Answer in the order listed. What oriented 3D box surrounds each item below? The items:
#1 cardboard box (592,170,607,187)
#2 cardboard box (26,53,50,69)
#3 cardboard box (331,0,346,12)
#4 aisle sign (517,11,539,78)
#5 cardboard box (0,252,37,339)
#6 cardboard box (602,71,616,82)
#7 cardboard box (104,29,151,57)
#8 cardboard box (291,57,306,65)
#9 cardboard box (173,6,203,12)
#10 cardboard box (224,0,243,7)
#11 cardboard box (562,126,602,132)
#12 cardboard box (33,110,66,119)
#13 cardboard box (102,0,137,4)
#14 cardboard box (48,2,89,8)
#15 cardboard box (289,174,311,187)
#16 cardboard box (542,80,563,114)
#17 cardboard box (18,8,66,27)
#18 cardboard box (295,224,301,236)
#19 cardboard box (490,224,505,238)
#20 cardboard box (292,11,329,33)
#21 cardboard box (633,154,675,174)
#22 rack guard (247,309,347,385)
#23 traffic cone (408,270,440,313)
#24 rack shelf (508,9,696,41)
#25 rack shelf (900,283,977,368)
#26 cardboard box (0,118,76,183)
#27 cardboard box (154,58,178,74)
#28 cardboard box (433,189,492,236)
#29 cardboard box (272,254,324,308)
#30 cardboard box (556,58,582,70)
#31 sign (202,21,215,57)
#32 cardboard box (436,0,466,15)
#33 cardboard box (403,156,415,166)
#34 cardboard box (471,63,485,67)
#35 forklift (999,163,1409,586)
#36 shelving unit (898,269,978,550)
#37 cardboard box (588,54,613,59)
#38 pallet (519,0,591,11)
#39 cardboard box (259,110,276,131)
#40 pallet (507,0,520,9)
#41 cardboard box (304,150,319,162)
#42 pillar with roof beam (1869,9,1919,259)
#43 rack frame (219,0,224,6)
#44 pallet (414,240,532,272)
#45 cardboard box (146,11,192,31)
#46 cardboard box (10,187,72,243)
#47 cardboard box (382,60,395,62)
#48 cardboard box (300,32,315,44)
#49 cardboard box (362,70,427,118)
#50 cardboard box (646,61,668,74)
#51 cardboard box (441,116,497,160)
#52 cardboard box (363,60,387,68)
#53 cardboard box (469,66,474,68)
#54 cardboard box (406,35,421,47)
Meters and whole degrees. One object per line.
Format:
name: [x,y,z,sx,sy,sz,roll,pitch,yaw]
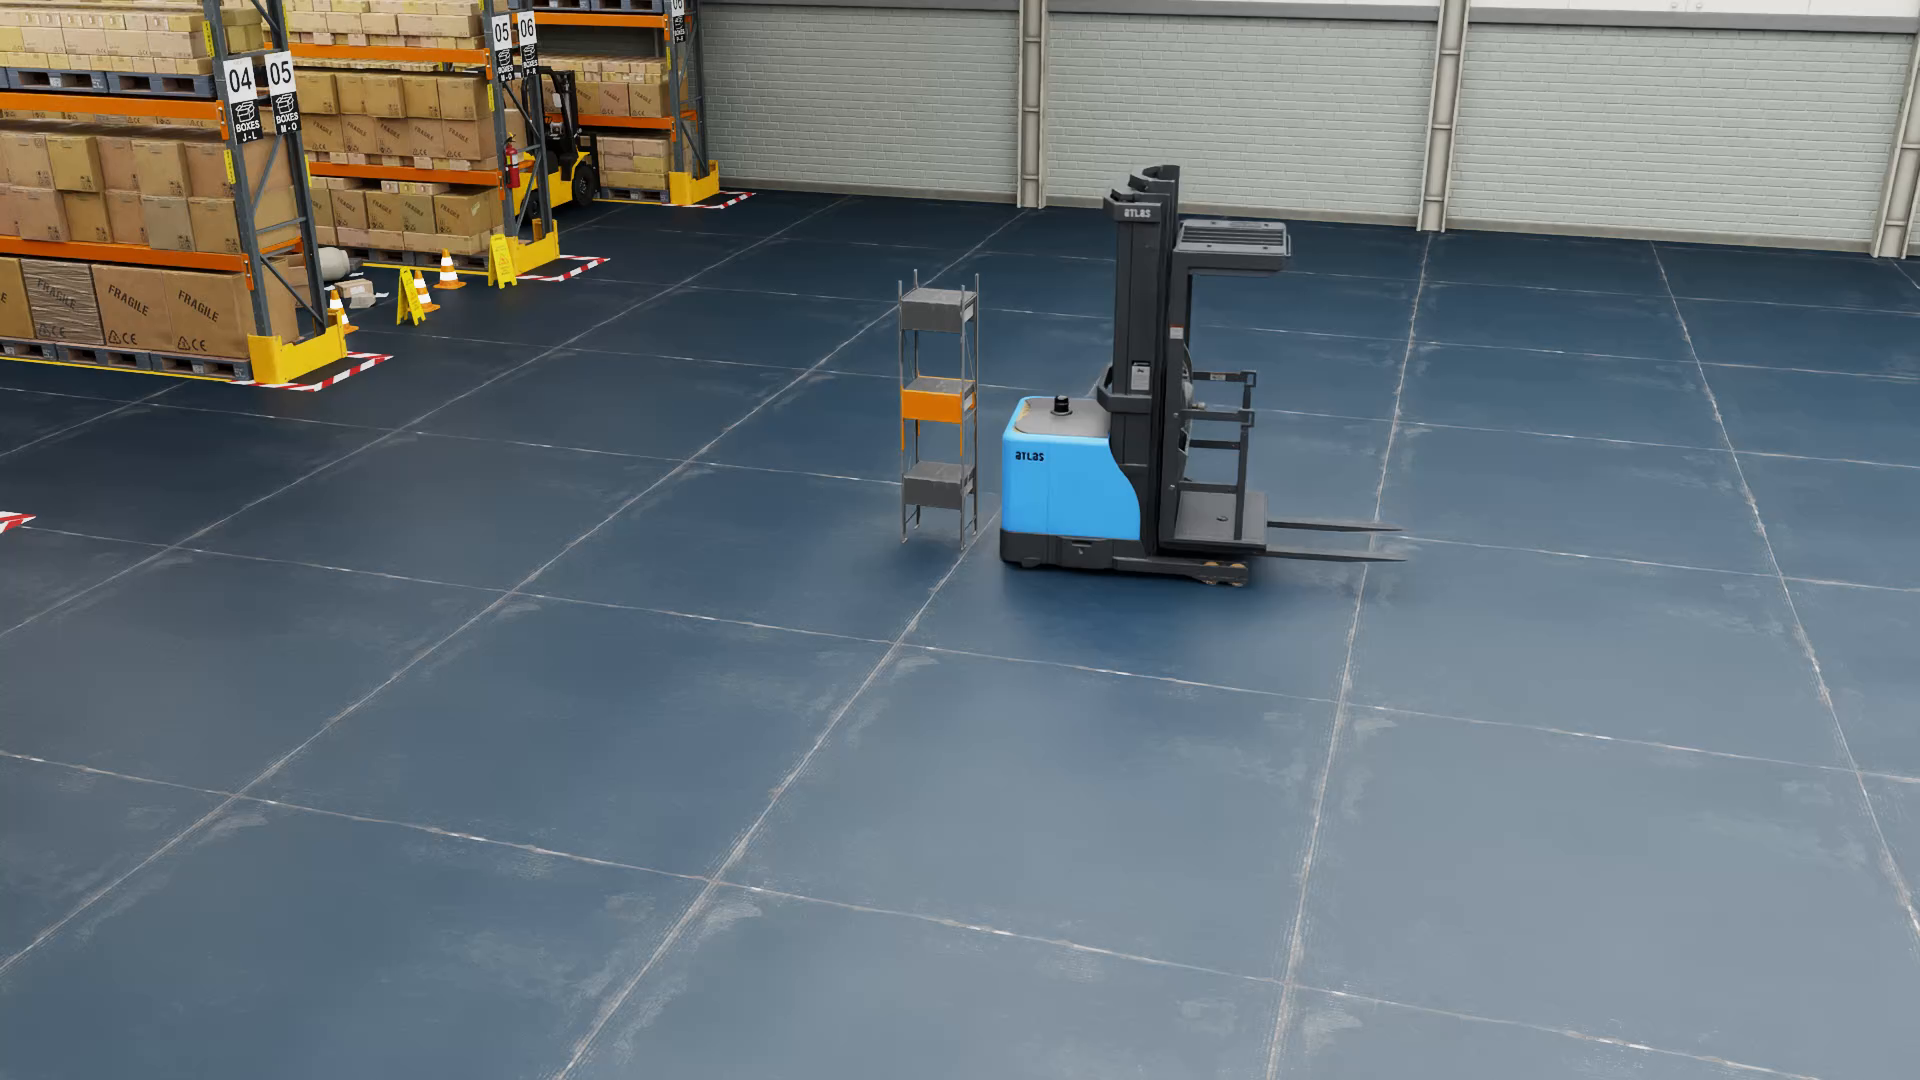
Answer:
cardboard box: [-5.718,-5.798,26.428,0.500,0.250,0.500,7,23,16]
cardboard box: [-9.113,-4.830,16.692,0.250,0.149,0.380,7,23,16]
cardboard box: [-7.767,-6.805,21.140,0.250,0.149,0.380,7,23,17]
aisle sign: [-5.508,-6.328,21.224,0.004,0.787,0.394,7,23,16]
cardboard box: [-10.238,-2.765,18.211,0.875,0.875,0.875,7,23,16]
cardboard box: [-5.358,-7.205,25.801,0.250,0.149,0.380,6,23,15]
cardboard box: [-8.018,-4.914,16.370,0.500,0.250,0.500,7,23,16]
cardboard box: [-10.903,-7.833,27.332,0.250,0.149,0.380,7,23,16]
cardboard box: [-7.702,-5.299,16.783,0.250,0.149,0.380,6,23,15]
cardboard box: [-9.279,-6.945,21.482,0.250,0.149,0.380,6,23,15]
cardboard box: [-6.076,-6.500,26.822,0.500,0.250,0.500,6,23,14]
cardboard box: [-12.451,-6.087,22.984,0.500,0.500,0.500,8,24,18]
cardboard box: [-11.059,-7.096,22.213,0.500,0.250,0.500,7,23,16]
cardboard box: [-9.170,-5.467,17.192,0.250,0.149,0.380,6,23,15]
cardboard box: [-8.897,-4.829,22.222,0.250,0.149,0.380,7,23,16]
cardboard box: [-6.243,-6.996,26.145,0.500,0.500,0.500,7,23,16]
cardboard box: [-9.113,-5.199,16.541,0.250,0.149,0.380,6,23,15]
cardboard box: [-9.000,-4.217,22.574,0.500,0.250,0.500,5,23,13]
cardboard box: [-6.350,-4.131,22.362,0.500,0.250,0.500,6,23,15]
cardboard box: [-8.172,-6.654,21.296,0.500,0.250,0.500,7,23,16]
cardboard box: [-4.783,-5.917,26.058,0.500,0.250,0.500,6,23,15]
rack guard: [-6.967,-2.051,17.516,0.348,0.500,1.175,7,23,16]
traffic cone: [-6.437,-2.984,19.839,0.334,0.463,0.336,7,23,16]
rack shelf: [-6.142,-8.098,25.959,4.000,0.370,1.077,7,23,16]
rack shelf: [-0.158,-1.625,12.560,0.480,0.518,0.431,7,23,16]
cardboard box: [-9.916,-4.146,17.711,0.550,0.550,0.875,7,23,16]
cardboard box: [-7.648,-4.663,16.285,0.250,0.149,0.380,7,23,16]
cardboard box: [-6.500,-4.282,21.742,0.500,0.500,0.500,7,23,16]
cardboard box: [-8.070,-3.137,20.160,0.637,0.503,0.797,-9,24,-21]
cardboard box: [-6.101,-7.436,25.972,0.250,0.149,0.380,7,23,16]
sign: [-7.160,-4.775,15.849,0.005,0.325,0.100,7,23,16]
cardboard box: [-6.302,-6.632,20.719,0.250,0.149,0.380,7,23,16]
cardboard box: [-7.051,-4.986,21.710,0.250,0.149,0.380,7,23,16]
cardboard box: [-7.555,-7.614,26.405,0.250,0.149,0.380,7,23,16]
forklift: [1.868,-1.230,12.312,3.031,2.935,1.130,4,23,9]
shelving unit: [-0.158,-0.990,12.821,0.503,2.100,0.431,7,23,16]
cardboard box: [-5.699,-7.603,26.380,0.250,0.149,0.380,6,23,14]
pallet: [-6.068,-8.390,25.841,1.213,0.211,1.003,7,23,16]
cardboard box: [-9.146,-5.492,22.089,0.500,0.500,0.500,6,23,15]
pallet: [-7.232,-8.525,26.169,1.213,0.211,1.003,7,23,16]
cardboard box: [-8.531,-5.124,22.045,0.250,0.149,0.380,7,23,17]
pillar with roof beam: [11.356,-6.465,17.079,0.400,9.000,9.100,7,23,16]
rack frame: [-9.487,-8.234,21.390,0.127,3.000,1.000,7,23,16]
pallet: [-6.497,-3.840,22.257,1.213,0.211,1.003,7,23,16]
cardboard box: [-7.649,-5.033,16.134,0.250,0.149,0.380,7,23,16]
cardboard box: [-9.447,-3.528,17.625,0.550,0.550,0.875,7,23,16]
cardboard box: [-9.293,-7.858,27.393,0.250,0.149,0.380,7,23,15]
cardboard box: [-8.275,-6.495,21.435,0.250,0.149,0.380,6,23,14]
cardboard box: [-7.210,-5.719,21.325,0.500,0.500,0.700,6,23,15]
cardboard box: [-4.631,-7.270,25.568,0.250,0.149,0.380,7,23,16]
cardboard box: [-6.256,-5.163,21.285,0.500,0.500,0.500,6,23,15]
cardboard box: [-9.442,-7.665,26.922,0.250,0.149,0.380,6,23,14]
cardboard box: [-7.579,-7.450,26.398,0.250,0.149,0.380,7,23,17]
cardboard box: [-6.795,-6.337,21.051,0.250,0.149,0.380,7,23,16]
